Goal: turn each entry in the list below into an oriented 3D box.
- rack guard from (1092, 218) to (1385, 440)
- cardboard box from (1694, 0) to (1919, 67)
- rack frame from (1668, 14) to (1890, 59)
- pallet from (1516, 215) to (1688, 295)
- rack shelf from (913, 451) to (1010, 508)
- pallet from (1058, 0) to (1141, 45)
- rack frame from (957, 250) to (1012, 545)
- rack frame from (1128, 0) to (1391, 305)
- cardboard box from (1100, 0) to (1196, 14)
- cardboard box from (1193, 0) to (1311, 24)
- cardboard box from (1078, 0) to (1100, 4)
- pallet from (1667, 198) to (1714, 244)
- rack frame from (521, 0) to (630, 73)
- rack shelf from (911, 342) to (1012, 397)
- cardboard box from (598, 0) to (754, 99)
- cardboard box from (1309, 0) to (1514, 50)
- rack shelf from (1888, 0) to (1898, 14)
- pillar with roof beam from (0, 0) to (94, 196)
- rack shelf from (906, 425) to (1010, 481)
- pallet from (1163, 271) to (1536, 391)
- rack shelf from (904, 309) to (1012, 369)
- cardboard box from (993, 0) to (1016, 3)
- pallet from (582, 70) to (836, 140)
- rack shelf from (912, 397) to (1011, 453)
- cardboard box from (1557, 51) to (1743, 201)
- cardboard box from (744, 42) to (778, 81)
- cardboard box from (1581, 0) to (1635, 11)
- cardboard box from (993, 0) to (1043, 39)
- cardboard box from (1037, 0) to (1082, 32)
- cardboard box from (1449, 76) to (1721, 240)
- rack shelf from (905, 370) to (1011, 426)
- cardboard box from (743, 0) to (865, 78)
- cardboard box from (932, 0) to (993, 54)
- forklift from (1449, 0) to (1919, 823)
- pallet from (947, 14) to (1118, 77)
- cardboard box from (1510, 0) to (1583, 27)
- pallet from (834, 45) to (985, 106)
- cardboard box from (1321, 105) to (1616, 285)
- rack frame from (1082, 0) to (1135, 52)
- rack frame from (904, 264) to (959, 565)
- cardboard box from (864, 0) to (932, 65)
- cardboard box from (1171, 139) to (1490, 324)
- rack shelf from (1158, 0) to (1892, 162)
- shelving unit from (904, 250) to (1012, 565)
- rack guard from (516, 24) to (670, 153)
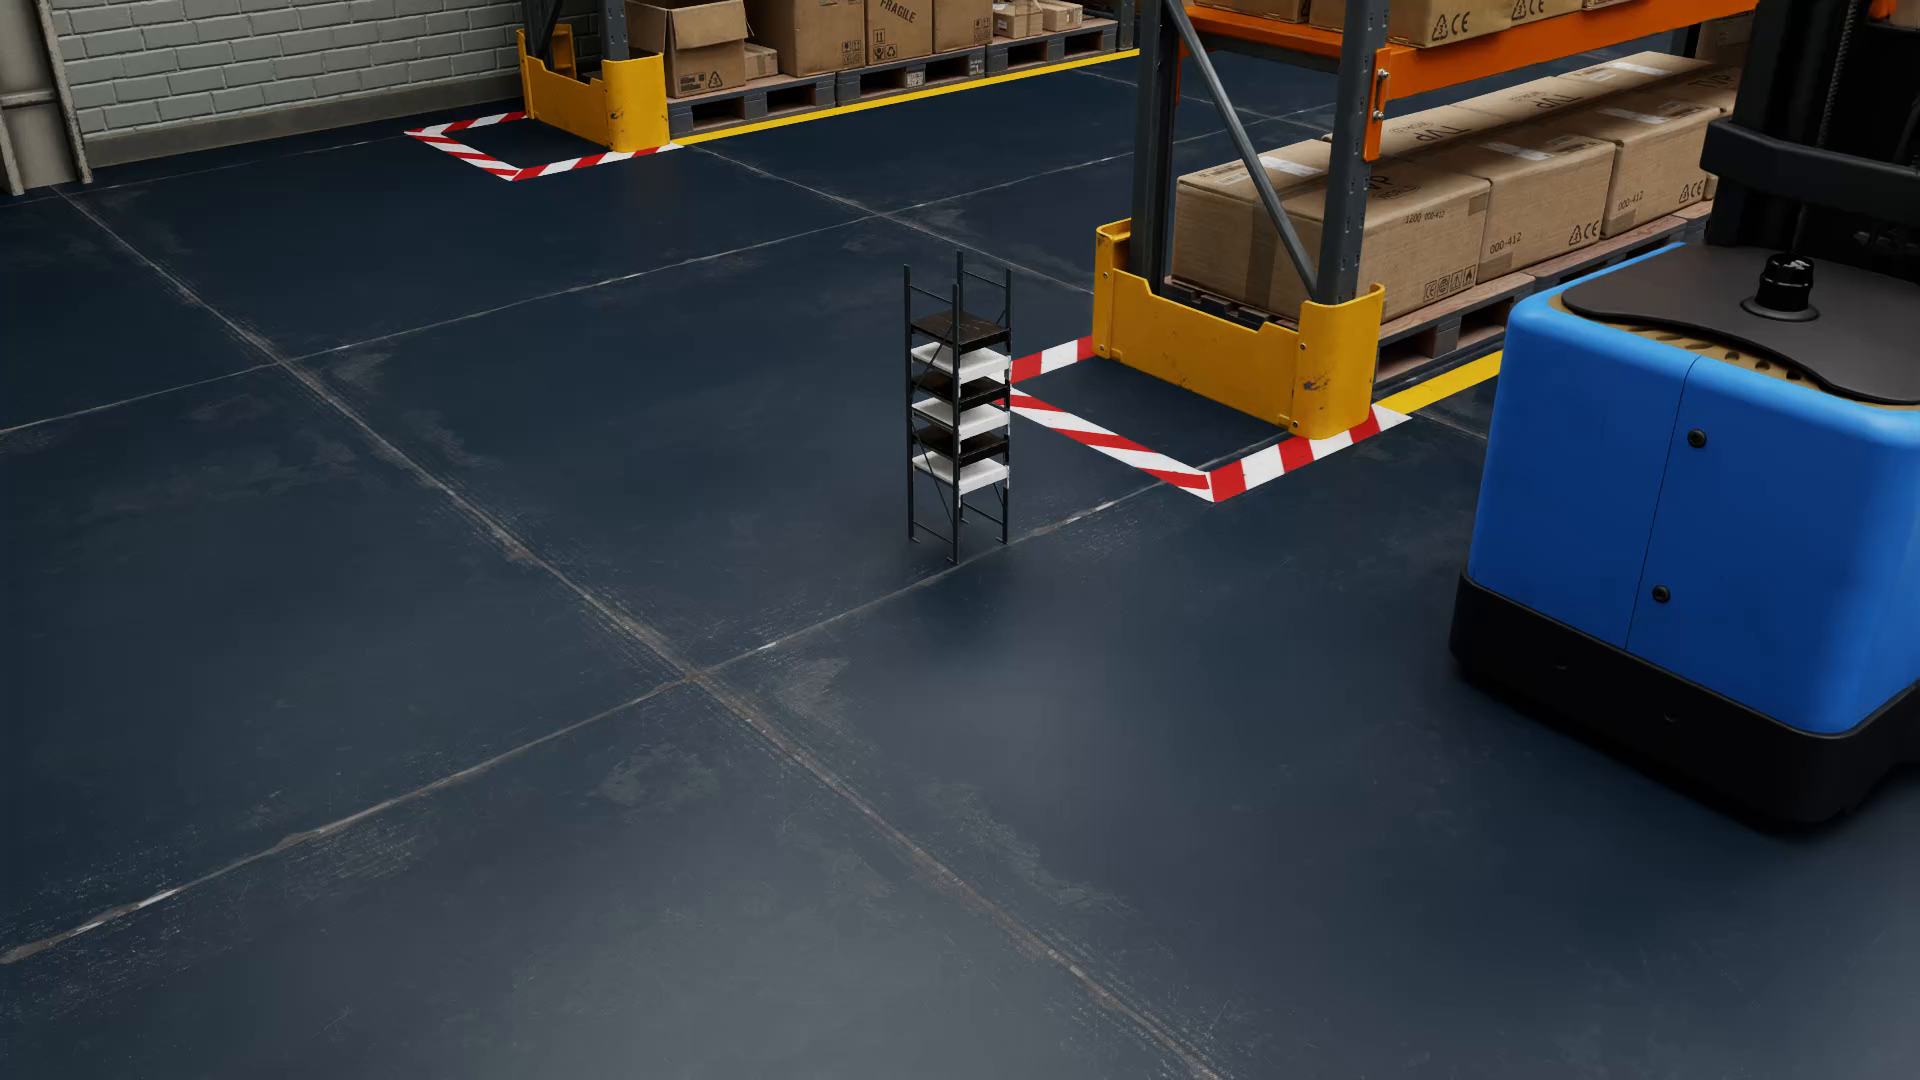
[{"bbox_3d":[1.012,-0.825,6.263,0.348,0.500,1.175,-22,35,-35],"label":"rack guard"},{"bbox_3d":[4.493,-2.625,8.788,0.875,0.875,0.875,-21,34,-33],"label":"cardboard box"},{"bbox_3d":[4.073,-3.158,7.978,0.127,3.000,1.000,-22,35,-35],"label":"rack frame"},{"bbox_3d":[2.515,-1.349,7.550,1.213,0.211,1.003,-22,35,-35],"label":"pallet"},{"bbox_3d":[-0.006,-0.206,5.134,0.200,0.077,0.258,-22,35,-35],"label":"rack shelf"},{"bbox_3d":[1.443,-3.969,12.454,1.213,0.211,1.003,-22,35,-35],"label":"pallet"},{"bbox_3d":[0.071,-0.426,5.091,0.006,0.900,0.240,-22,35,-35],"label":"rack frame"},{"bbox_3d":[1.030,-1.935,5.688,0.127,3.000,1.000,-22,35,-35],"label":"rack frame"},{"bbox_3d":[1.363,-4.087,11.922,0.500,0.500,0.500,-20,34,-33],"label":"cardboard box"},{"bbox_3d":[1.225,-2.221,6.118,0.500,0.500,0.500,-22,35,-35],"label":"cardboard box"},{"bbox_3d":[1.030,-4.276,12.275,0.500,0.500,0.500,-22,35,-35],"label":"cardboard box"},{"bbox_3d":[3.444,-1.724,8.252,1.213,0.211,1.003,-22,35,-35],"label":"pallet"},{"bbox_3d":[-2.194,-3.713,9.016,0.127,3.000,1.000,-22,35,-35],"label":"rack frame"},{"bbox_3d":[-0.006,-0.524,4.964,0.200,0.077,0.258,-22,35,-35],"label":"rack shelf"},{"bbox_3d":[-1.668,-2.951,9.792,0.637,0.503,0.797,-24,36,-37],"label":"cardboard box"},{"bbox_3d":[1.581,-2.023,5.746,0.500,0.500,0.500,-22,35,-35],"label":"cardboard box"},{"bbox_3d":[5.594,-3.453,9.292,4.000,0.370,1.077,-22,35,-35],"label":"rack shelf"},{"bbox_3d":[-2.037,-4.314,3.775,0.400,9.000,9.100,-22,35,-35],"label":"pillar with roof beam"},{"bbox_3d":[-0.006,-0.286,5.091,0.200,0.077,0.258,-22,35,-35],"label":"rack shelf"},{"bbox_3d":[1.587,-0.977,6.855,1.213,0.211,1.003,-22,35,-35],"label":"pallet"},{"bbox_3d":[-0.006,-0.603,4.922,0.200,0.077,0.258,-22,35,-35],"label":"rack shelf"},{"bbox_3d":[0.192,-3.819,11.621,0.500,0.311,0.500,-20,34,-33],"label":"cardboard box"},{"bbox_3d":[-1.531,-2.751,10.174,1.213,0.211,1.003,-22,35,-35],"label":"pallet"},{"bbox_3d":[-0.006,-0.365,5.049,0.200,0.077,0.258,-22,35,-35],"label":"rack shelf"},{"bbox_3d":[3.526,-2.060,8.195,0.875,0.438,0.875,-22,35,-36],"label":"cardboard box"},{"bbox_3d":[-1.319,-2.910,10.093,0.250,0.149,0.380,-24,36,-37],"label":"cardboard box"},{"bbox_3d":[2.347,-2.337,6.334,0.500,0.500,0.500,-22,35,-35],"label":"cardboard box"},{"bbox_3d":[0.344,-3.531,11.131,0.258,0.266,0.396,-20,34,-33],"label":"cardboard box"},{"bbox_3d":[0.615,-3.589,11.363,0.250,0.149,0.380,-23,36,-36],"label":"cardboard box"},{"bbox_3d":[2.845,-1.786,7.682,0.875,0.438,0.875,-23,36,-36],"label":"cardboard box"},{"bbox_3d":[-0.006,-0.444,5.007,0.200,0.077,0.258,-22,35,-35],"label":"rack shelf"},{"bbox_3d":[-0.992,-3.197,10.256,0.500,0.500,0.700,-20,34,-33],"label":"cardboard box"},{"bbox_3d":[-0.202,-3.514,10.850,0.500,0.500,0.700,-23,36,-37],"label":"cardboard box"},{"bbox_3d":[2.797,-1.192,4.372,3.031,2.935,1.130,-21,35,-34],"label":"forklift"},{"bbox_3d":[0.325,-3.497,11.571,1.213,0.211,1.003,-22,35,-35],"label":"pallet"},{"bbox_3d":[1.948,-2.187,6.055,0.500,0.500,0.500,-22,35,-36],"label":"cardboard box"},{"bbox_3d":[-0.603,-3.122,10.869,1.213,0.211,1.003,-22,35,-35],"label":"pallet"},{"bbox_3d":[2.158,-1.511,7.167,0.875,0.438,0.875,-21,34,-34],"label":"cardboard box"},{"bbox_3d":[0.848,-4.937,11.306,0.127,3.000,1.000,-22,35,-35],"label":"rack frame"},{"bbox_3d":[-0.084,-0.363,4.975,0.006,0.900,0.240,-22,35,-35],"label":"rack frame"},{"bbox_3d":[-0.525,-3.323,10.491,0.500,0.500,0.500,-21,35,-34],"label":"cardboard box"},{"bbox_3d":[1.467,-1.228,6.638,0.875,0.438,0.875,-23,36,-37],"label":"cardboard box"},{"bbox_3d":[2.551,-2.229,7.002,4.000,0.370,1.077,-22,35,-35],"label":"rack shelf"},{"bbox_3d":[-0.006,-0.394,5.033,0.210,0.900,0.258,-22,35,-35],"label":"shelving unit"},{"bbox_3d":[-2.137,-2.634,9.649,0.348,0.500,1.175,-22,35,-35],"label":"rack guard"}]
